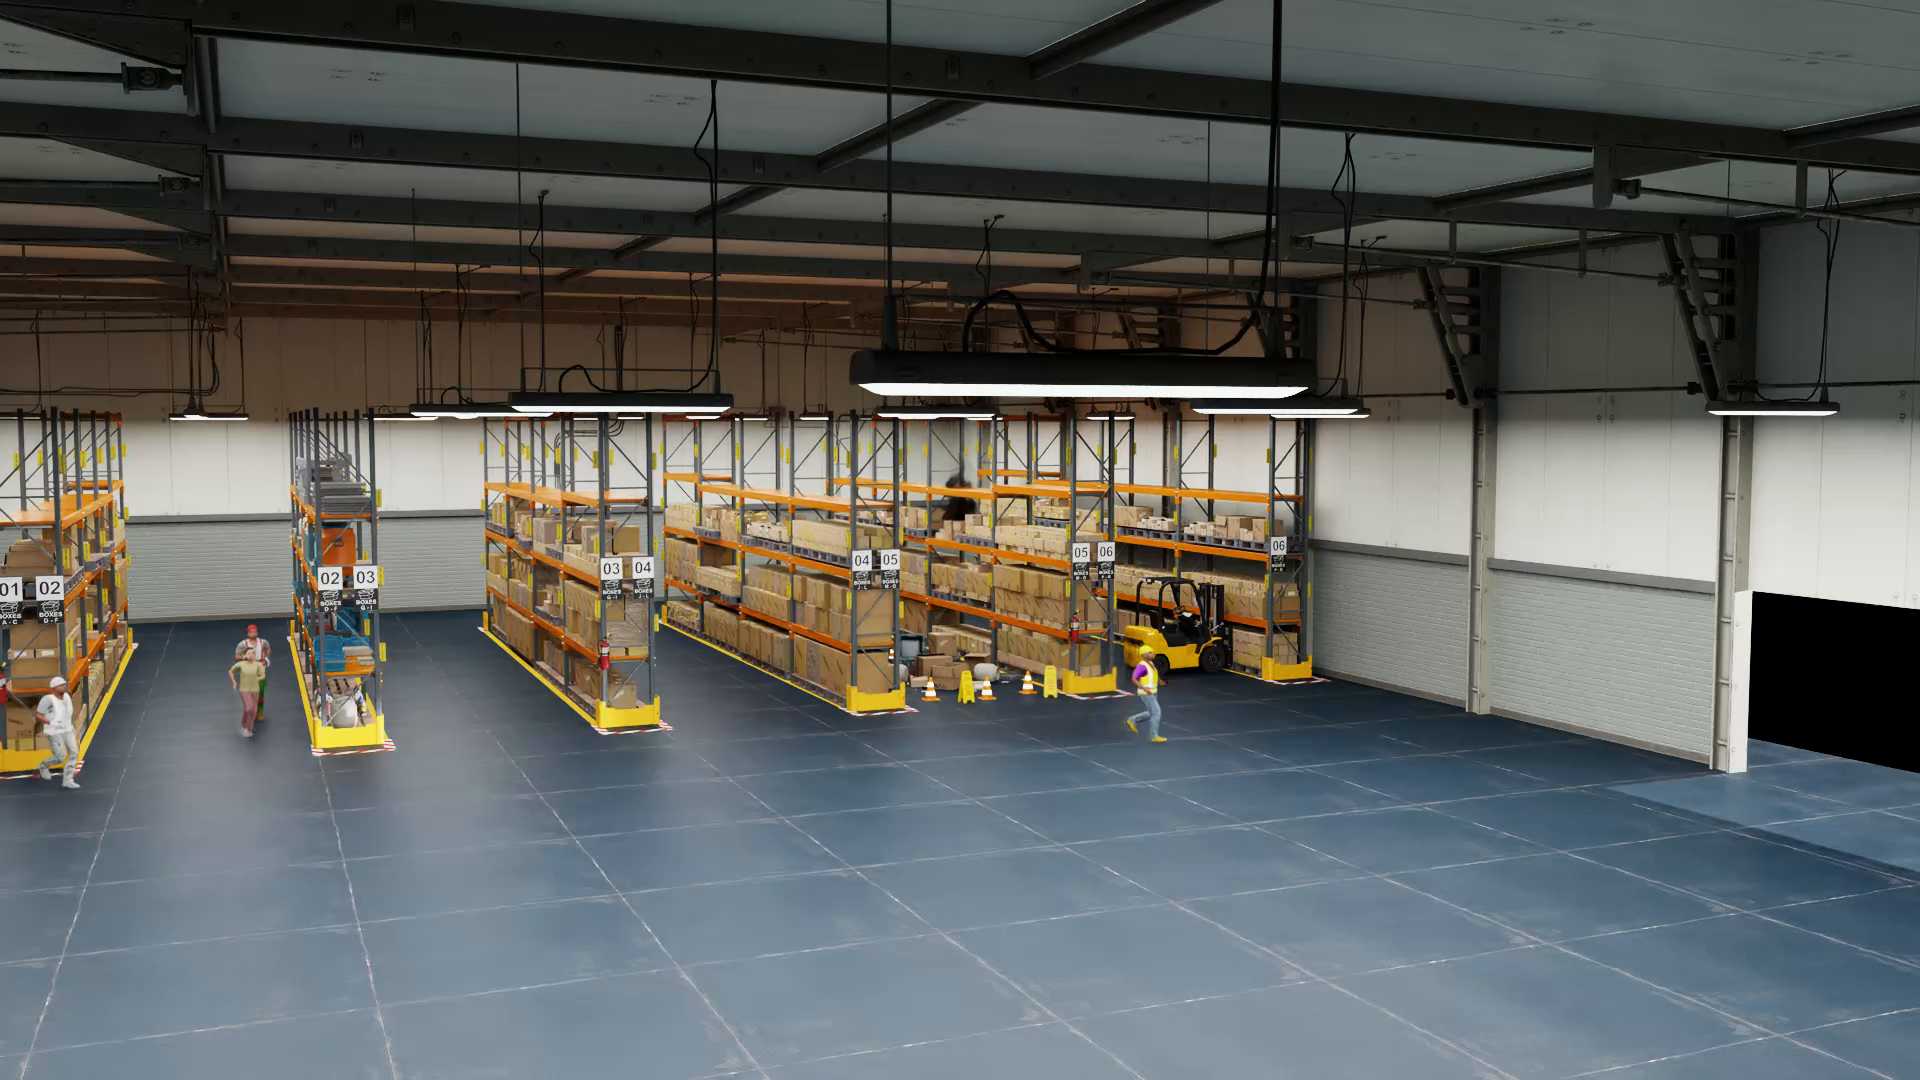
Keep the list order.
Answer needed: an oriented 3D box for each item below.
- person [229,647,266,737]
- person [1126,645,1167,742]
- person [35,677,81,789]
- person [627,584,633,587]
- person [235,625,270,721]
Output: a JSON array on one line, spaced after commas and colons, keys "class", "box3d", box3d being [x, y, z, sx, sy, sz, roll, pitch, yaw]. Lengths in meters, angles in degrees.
[{"class": "person", "box3d": [-12.908, 2.764, 30.234, 0.564, 1.637, 0.597, -3, 5, -40]}, {"class": "person", "box3d": [3.353, 2.761, 29.955, 0.795, 1.733, 0.712, 2, 4, 24]}, {"class": "person", "box3d": [-14.187, 3.026, 26.140, 0.739, 1.763, 0.722, 1, 4, 16]}, {"class": "person", "box3d": [-9.365, 1.732, 46.753, 0.564, 1.456, 0.581, -1, 4, -13]}, {"class": "person", "box3d": [-13.686, 2.546, 32.220, 0.648, 1.809, 0.920, -2, 4, -26]}]
